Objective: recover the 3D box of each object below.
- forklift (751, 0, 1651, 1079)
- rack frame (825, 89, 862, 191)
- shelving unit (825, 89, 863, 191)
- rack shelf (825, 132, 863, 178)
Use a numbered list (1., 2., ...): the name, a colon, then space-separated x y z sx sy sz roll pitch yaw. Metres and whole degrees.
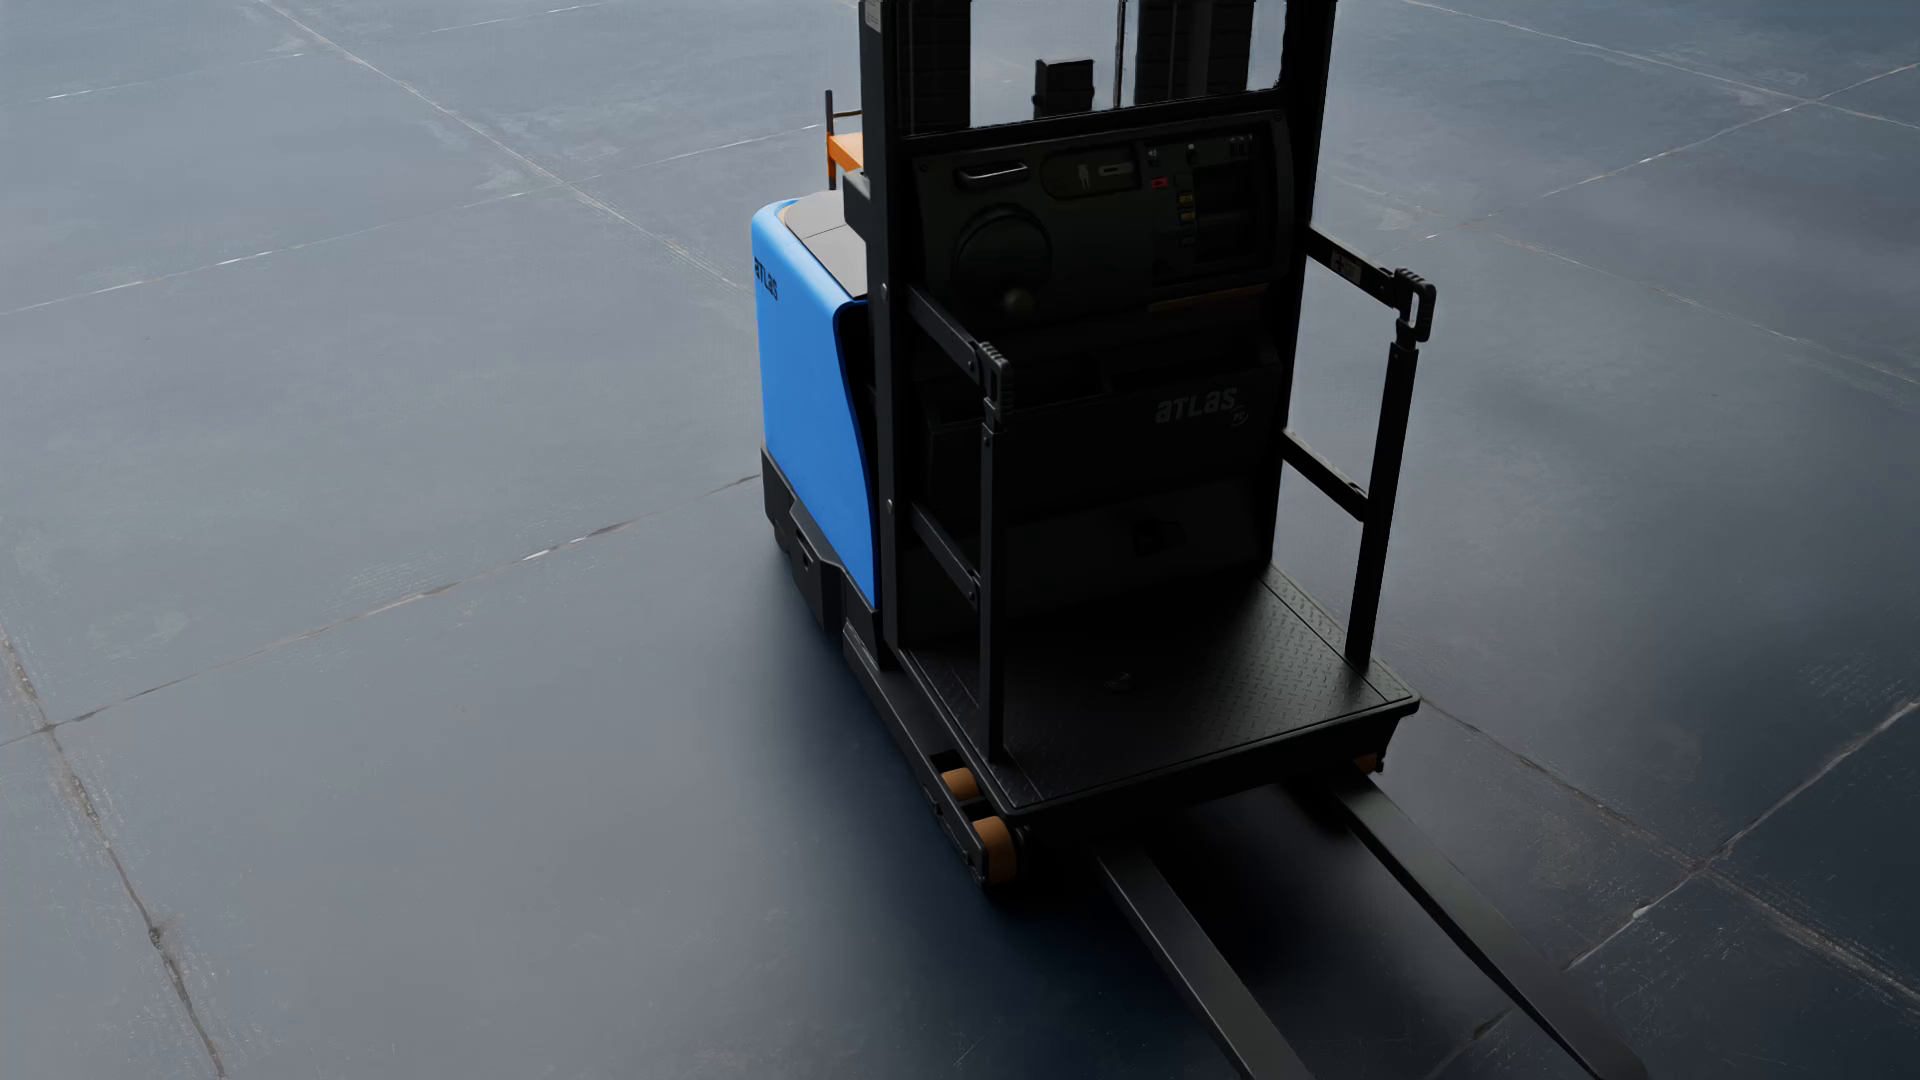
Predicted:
1. forklift: 0.422 -0.682 3.570 1.130 2.935 3.031 -13 34 -19
2. rack frame: -0.316 -0.938 5.623 0.240 1.200 0.015 -13 34 -19
3. shelving unit: -0.222 -0.819 5.432 0.258 1.200 0.503 -13 34 -19
4. rack shelf: -0.222 -1.153 5.225 0.258 0.148 0.480 -13 34 -19
